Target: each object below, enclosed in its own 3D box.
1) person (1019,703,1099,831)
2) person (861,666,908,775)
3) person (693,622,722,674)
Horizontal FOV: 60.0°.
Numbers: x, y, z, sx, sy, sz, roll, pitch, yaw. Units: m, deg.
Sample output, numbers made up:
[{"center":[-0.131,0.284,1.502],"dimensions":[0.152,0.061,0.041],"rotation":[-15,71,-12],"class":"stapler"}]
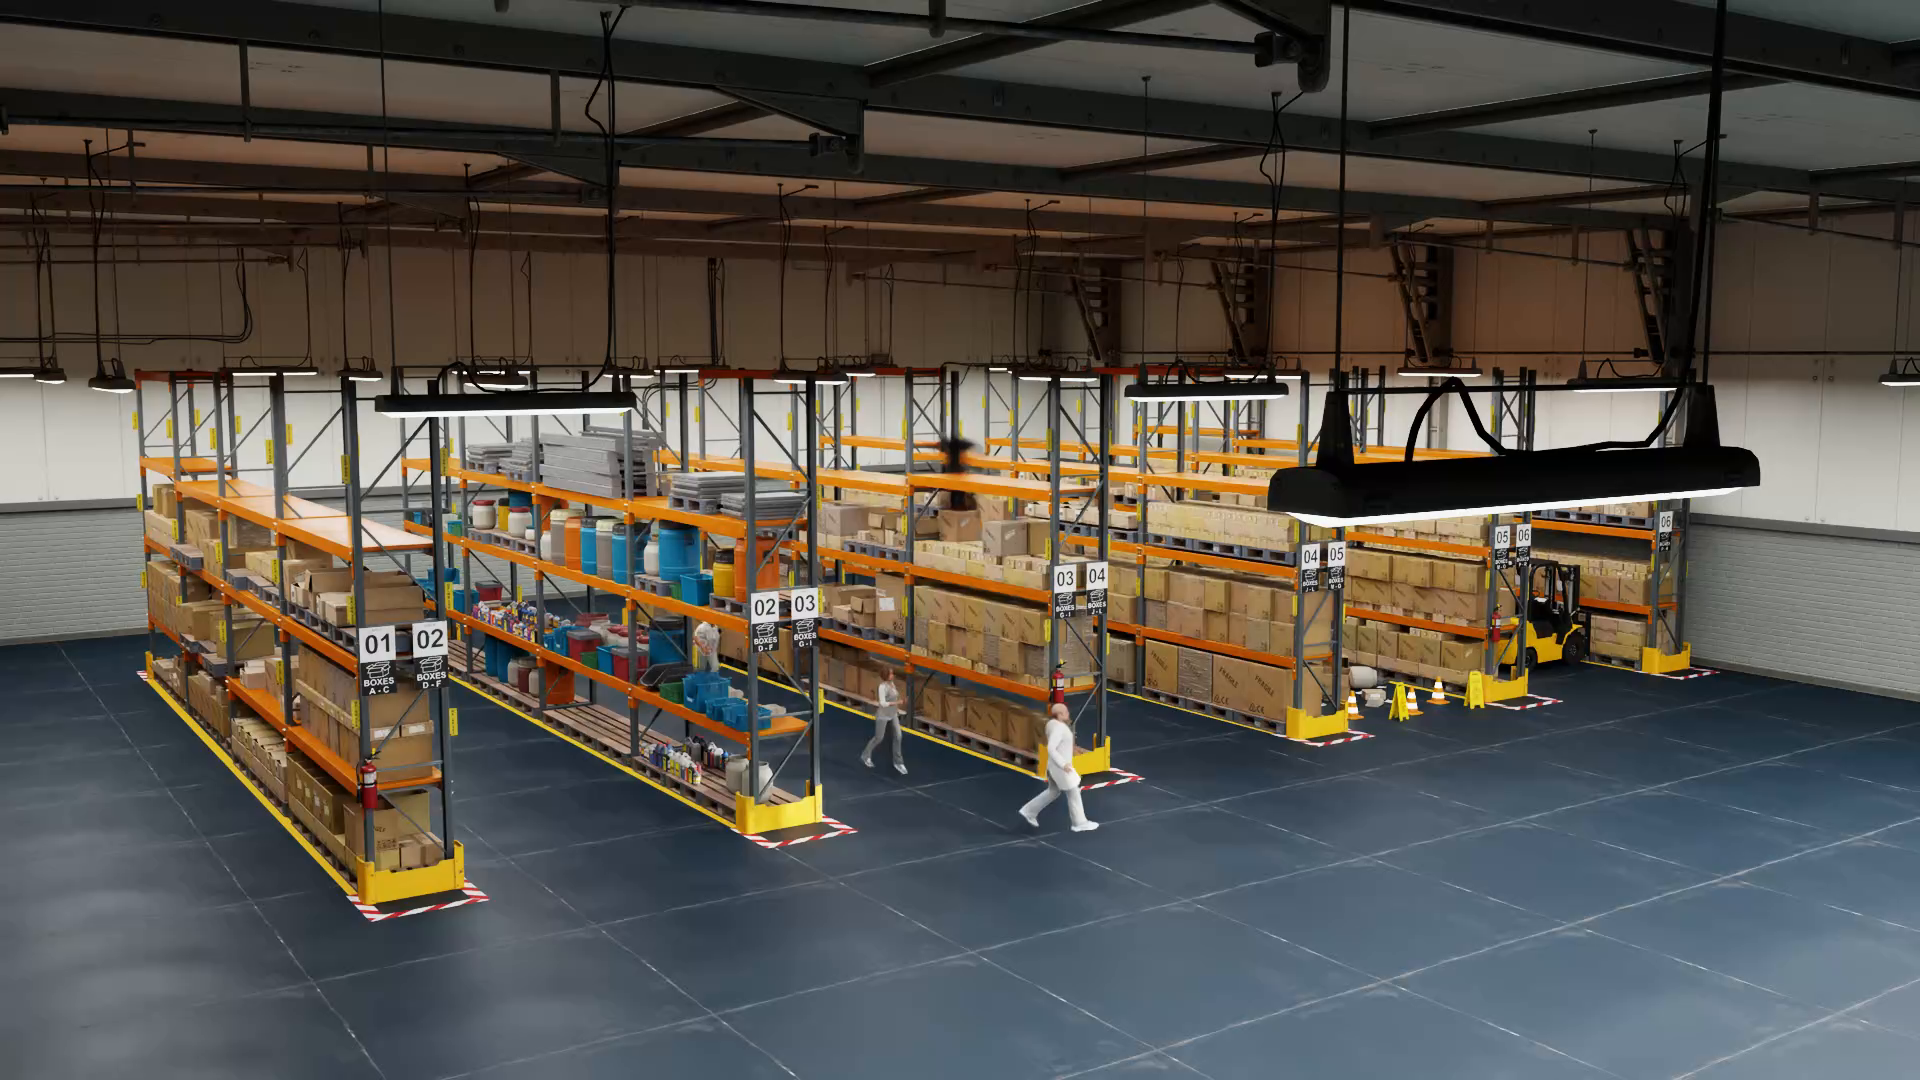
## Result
[{"center":[1.332,2.988,21.773],"dimensions":[1.055,1.743,0.759],"rotation":[-1,7,-8],"class":"person"},{"center":[-1.140,2.696,25.042],"dimensions":[0.822,1.624,0.497],"rotation":[4,8,34],"class":"person"},{"center":[-4.739,2.091,30.816],"dimensions":[0.999,1.630,0.628],"rotation":[6,9,43],"class":"person"}]
